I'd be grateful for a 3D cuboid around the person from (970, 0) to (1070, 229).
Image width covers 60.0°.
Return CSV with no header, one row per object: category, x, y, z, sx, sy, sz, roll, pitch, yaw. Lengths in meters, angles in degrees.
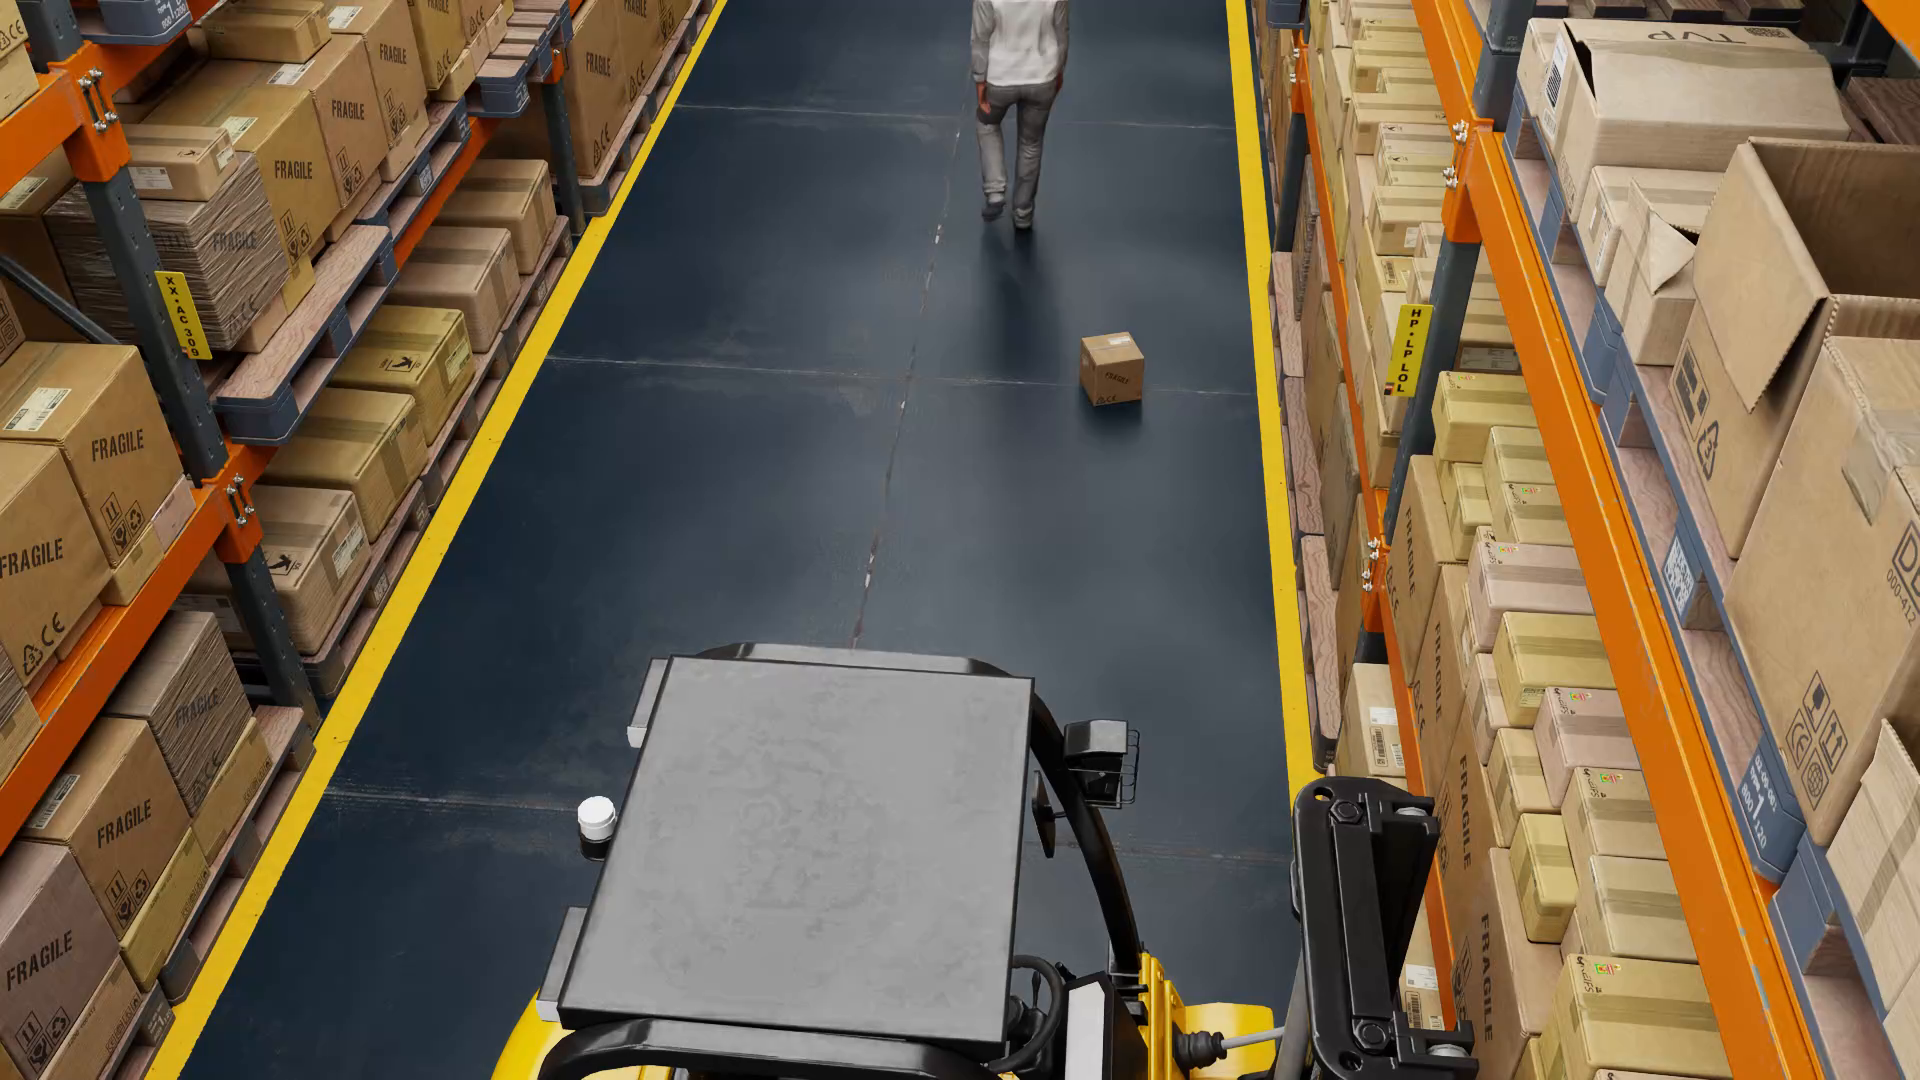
person,0.320,-2.589,9.222,0.546,1.789,0.460,-2,40,-2
